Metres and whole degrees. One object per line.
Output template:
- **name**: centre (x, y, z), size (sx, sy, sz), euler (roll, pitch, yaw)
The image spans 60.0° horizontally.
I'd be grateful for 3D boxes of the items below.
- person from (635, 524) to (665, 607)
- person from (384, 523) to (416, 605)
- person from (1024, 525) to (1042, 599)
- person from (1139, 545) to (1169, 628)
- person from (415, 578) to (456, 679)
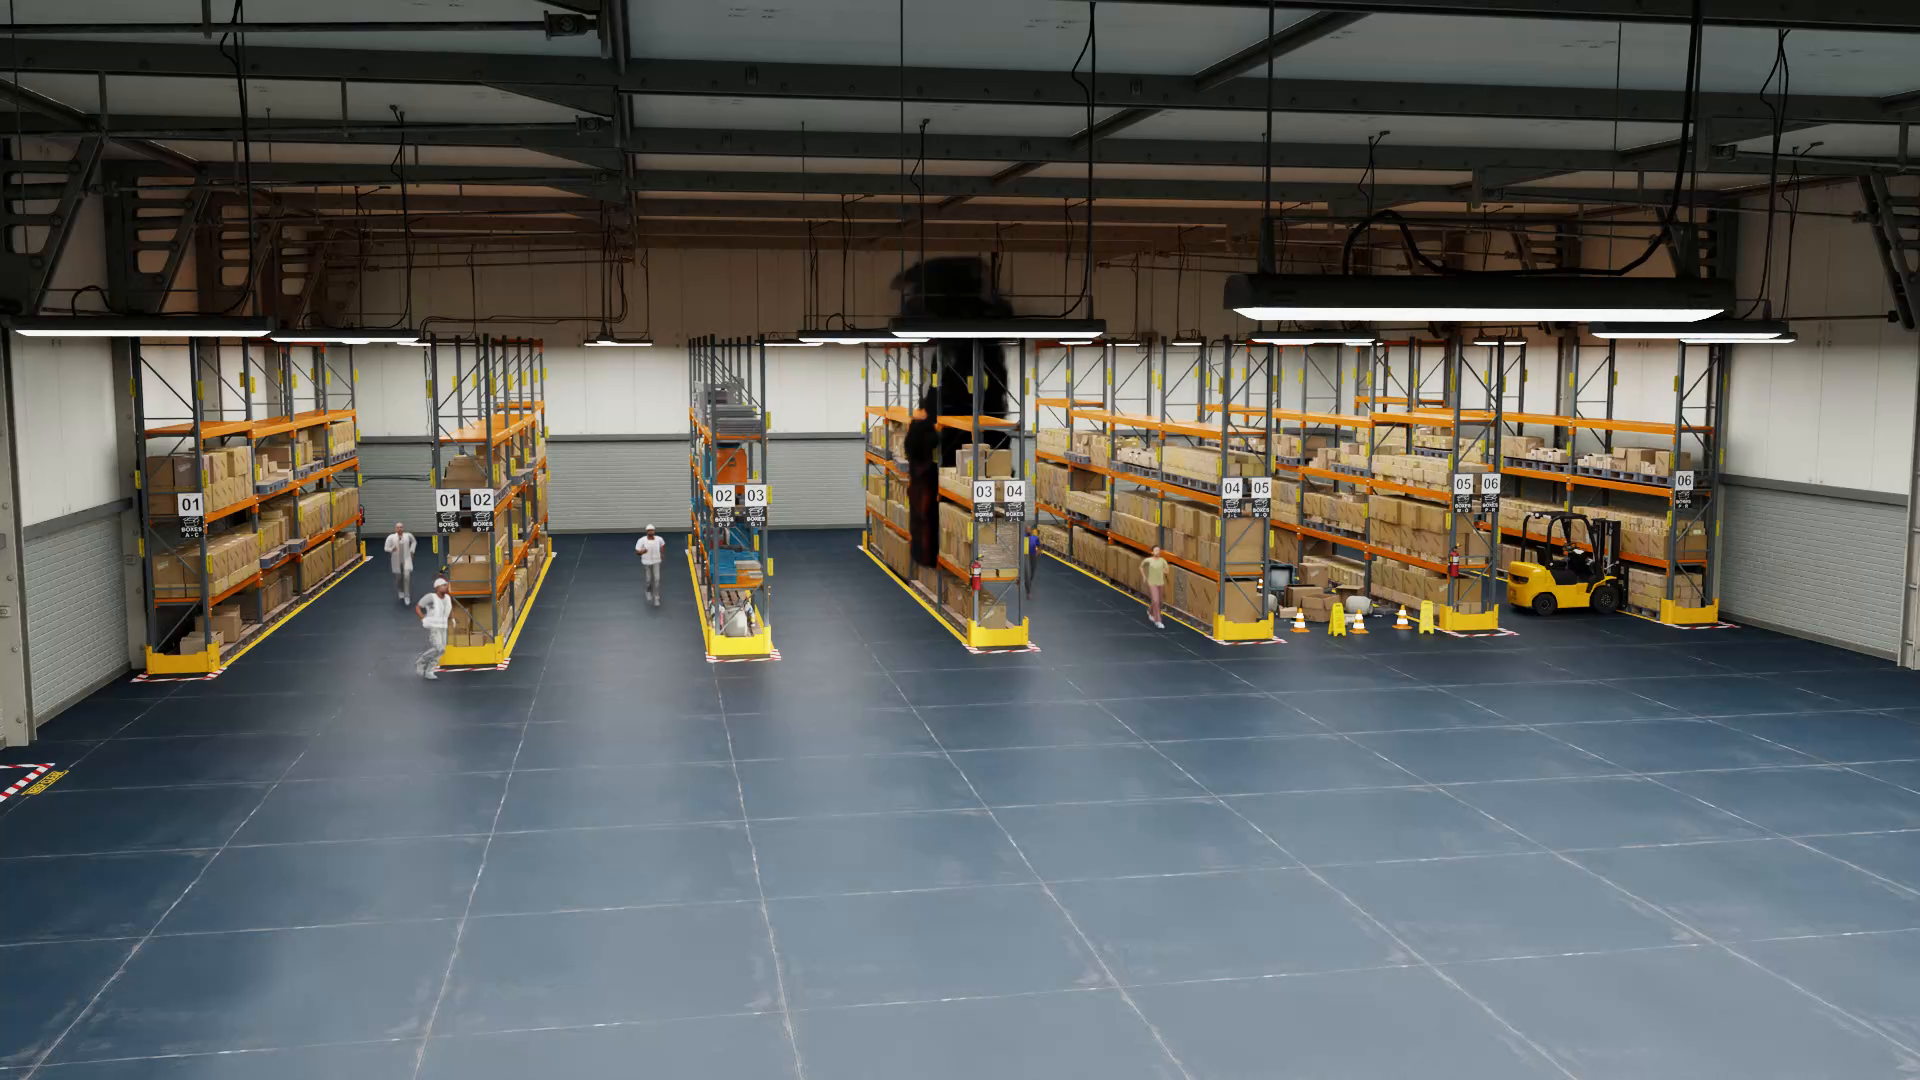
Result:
- **person**: centre (-6.949, 0.548, 37.398), size (0.683, 1.808, 0.845), euler (-2, 7, -15)
- **person**: centre (-12.673, 0.517, 37.697), size (0.697, 1.831, 0.966), euler (-2, 7, -19)
- **person**: centre (1.594, 0.483, 38.373), size (0.576, 1.668, 0.740), euler (-1, 7, -10)
- **person**: centre (4.014, 0.919, 34.097), size (0.574, 1.655, 0.969), euler (-2, 7, -18)
- **person**: centre (-9.130, 1.538, 29.116), size (0.573, 1.731, 0.729), euler (3, 7, 24)
